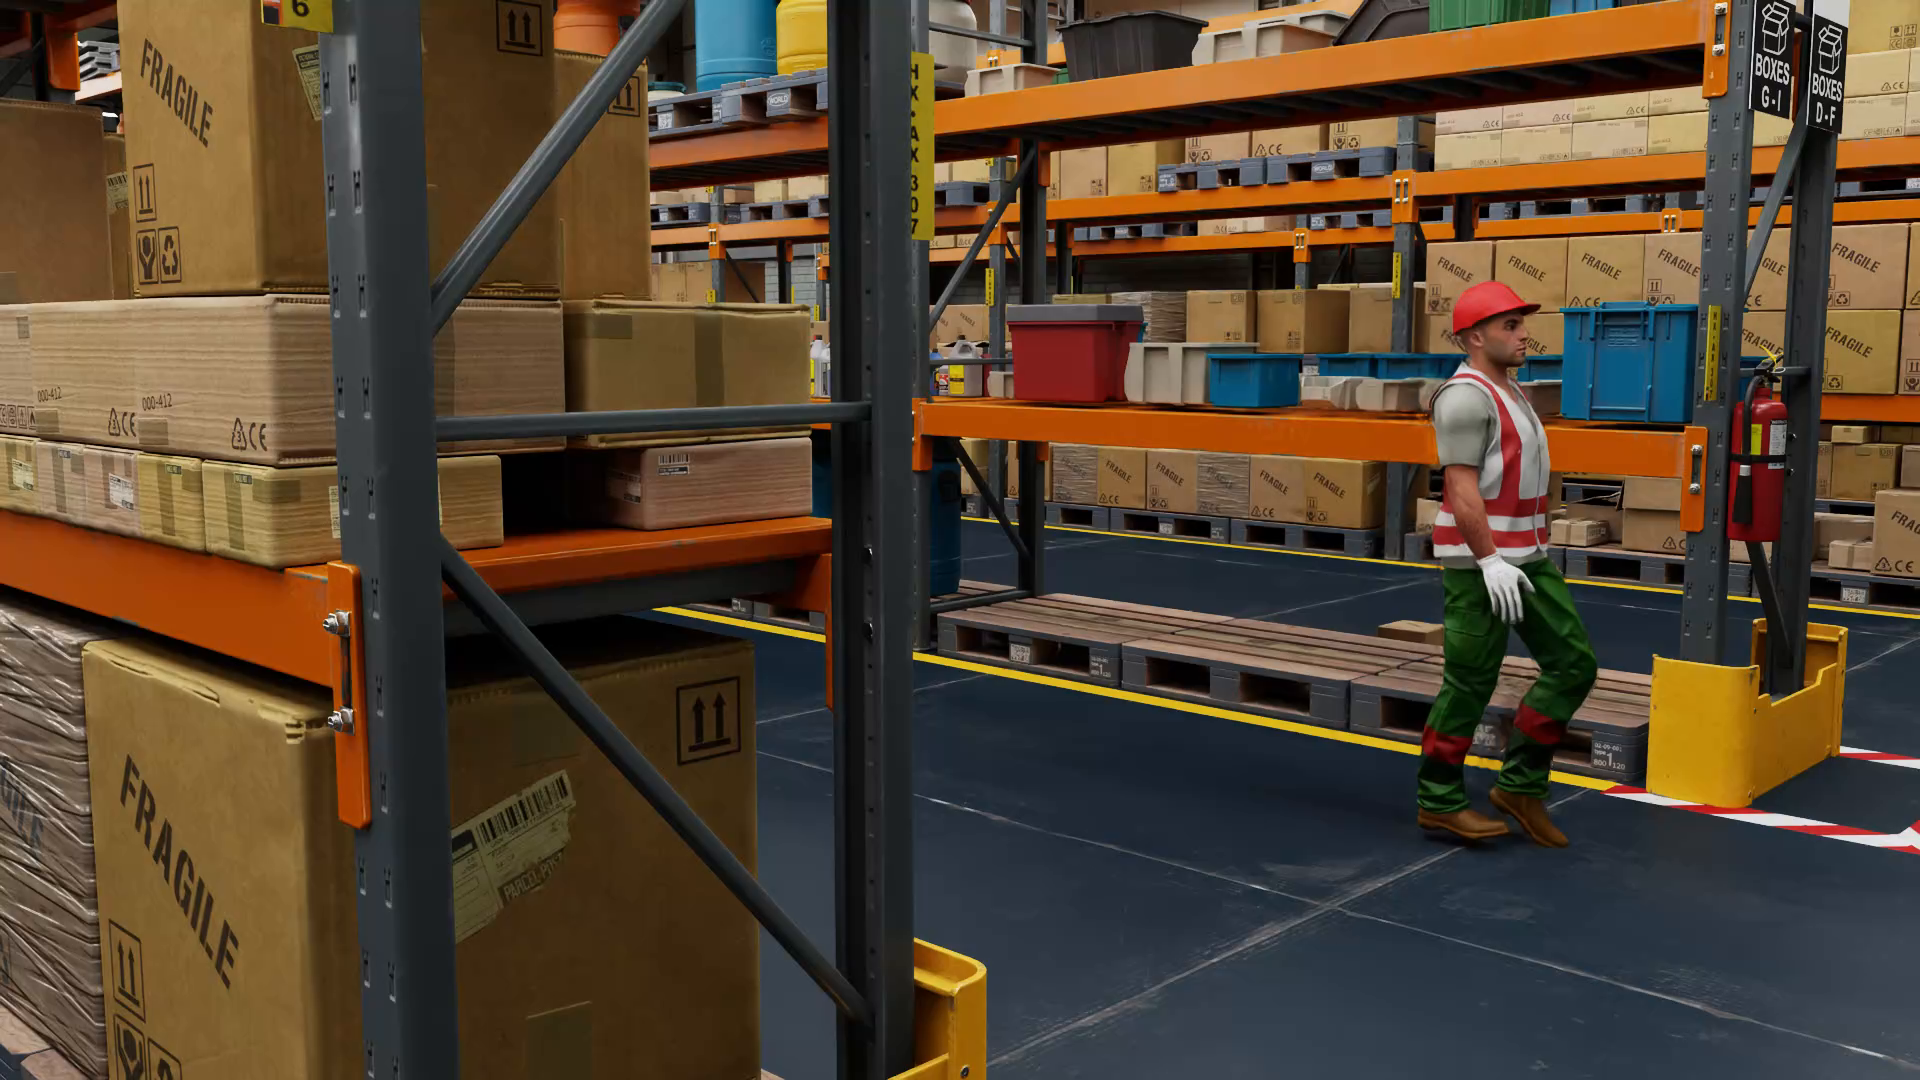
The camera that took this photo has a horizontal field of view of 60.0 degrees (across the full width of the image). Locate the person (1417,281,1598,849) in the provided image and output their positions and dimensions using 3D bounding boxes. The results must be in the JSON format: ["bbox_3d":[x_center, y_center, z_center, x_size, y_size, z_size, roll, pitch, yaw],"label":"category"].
[{"bbox_3d":[1.734,0.104,5.281,0.504,1.834,0.598,6,9,39],"label":"person"}]
